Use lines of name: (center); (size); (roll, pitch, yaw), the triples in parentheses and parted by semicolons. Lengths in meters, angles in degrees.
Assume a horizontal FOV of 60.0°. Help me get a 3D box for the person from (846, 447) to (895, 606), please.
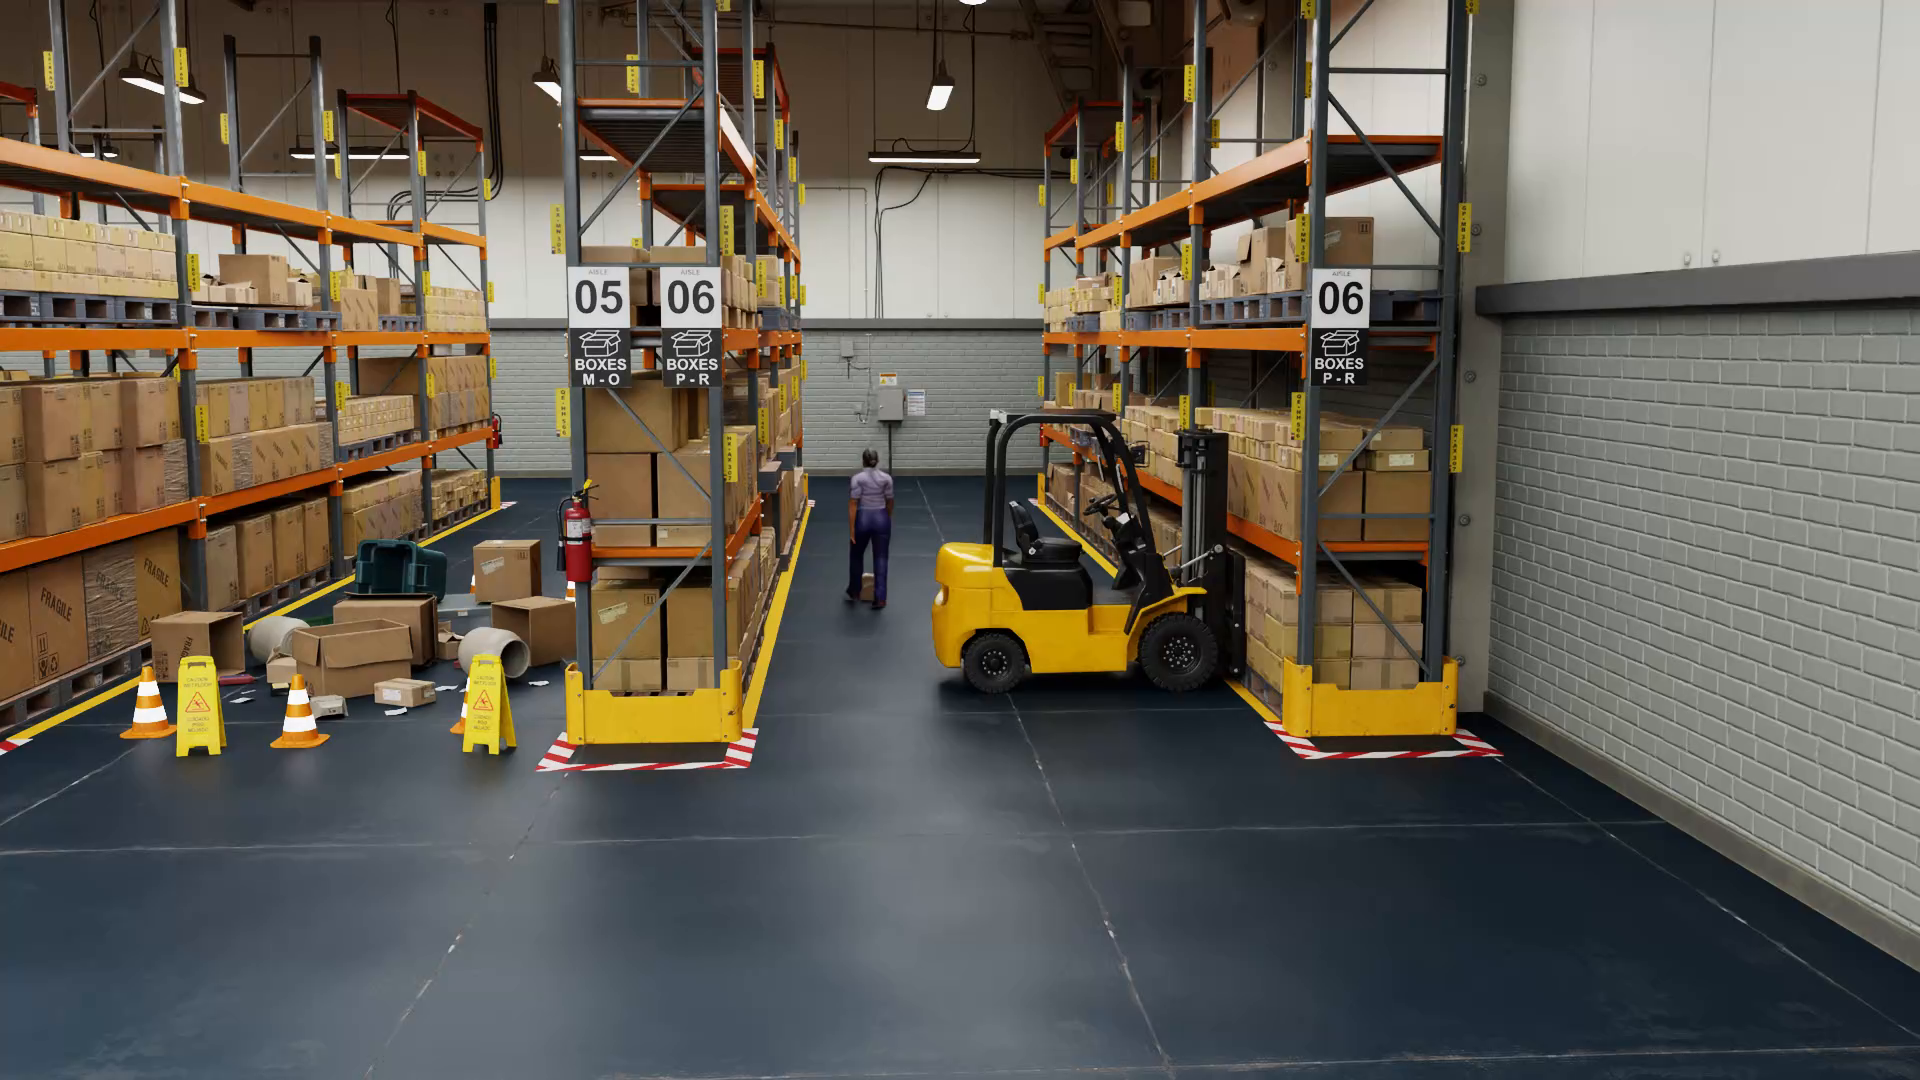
person: (-0.919, -0.157, 17.074); (0.486, 1.607, 0.893); (-1, 7, -9)
